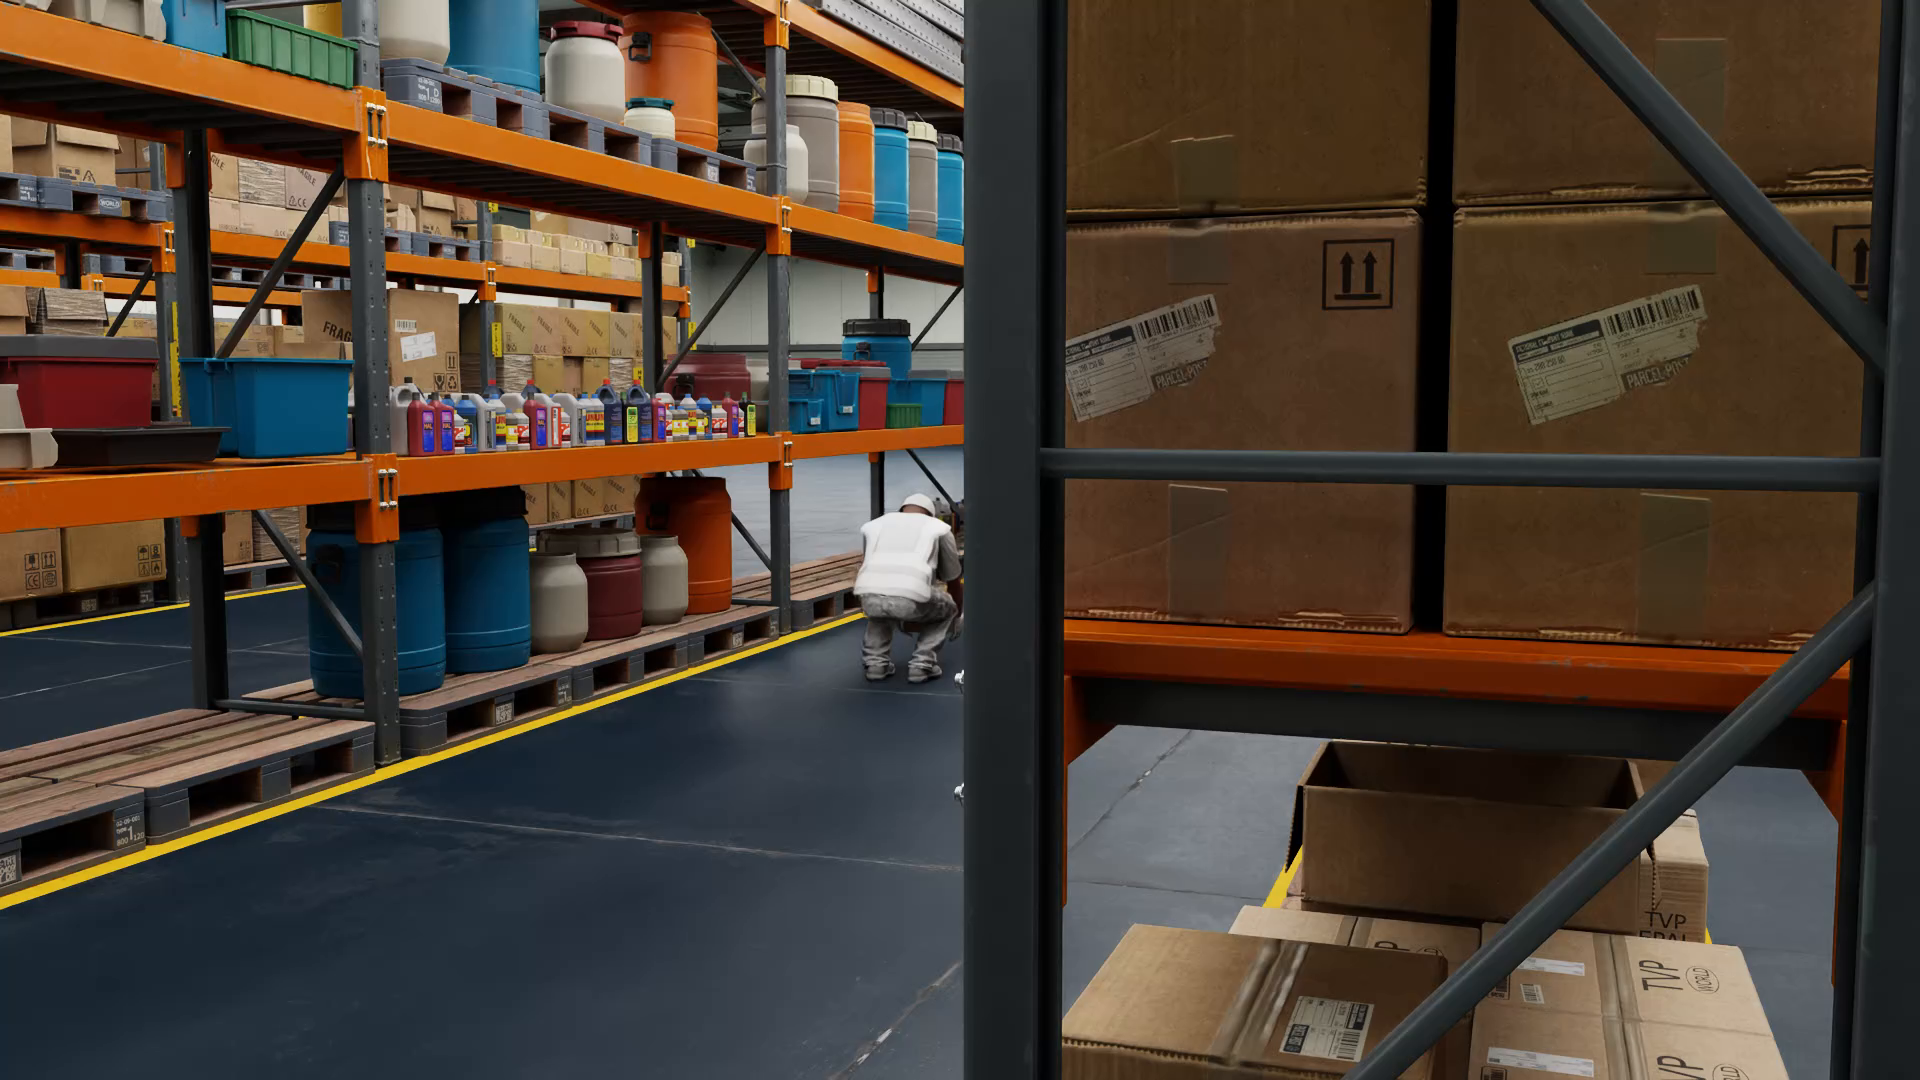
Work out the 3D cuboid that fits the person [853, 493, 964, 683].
[{"bbox_3d":[-0.309,0.258,9.345,0.578,1.005,0.919,2,5,20],"label":"person"}]
